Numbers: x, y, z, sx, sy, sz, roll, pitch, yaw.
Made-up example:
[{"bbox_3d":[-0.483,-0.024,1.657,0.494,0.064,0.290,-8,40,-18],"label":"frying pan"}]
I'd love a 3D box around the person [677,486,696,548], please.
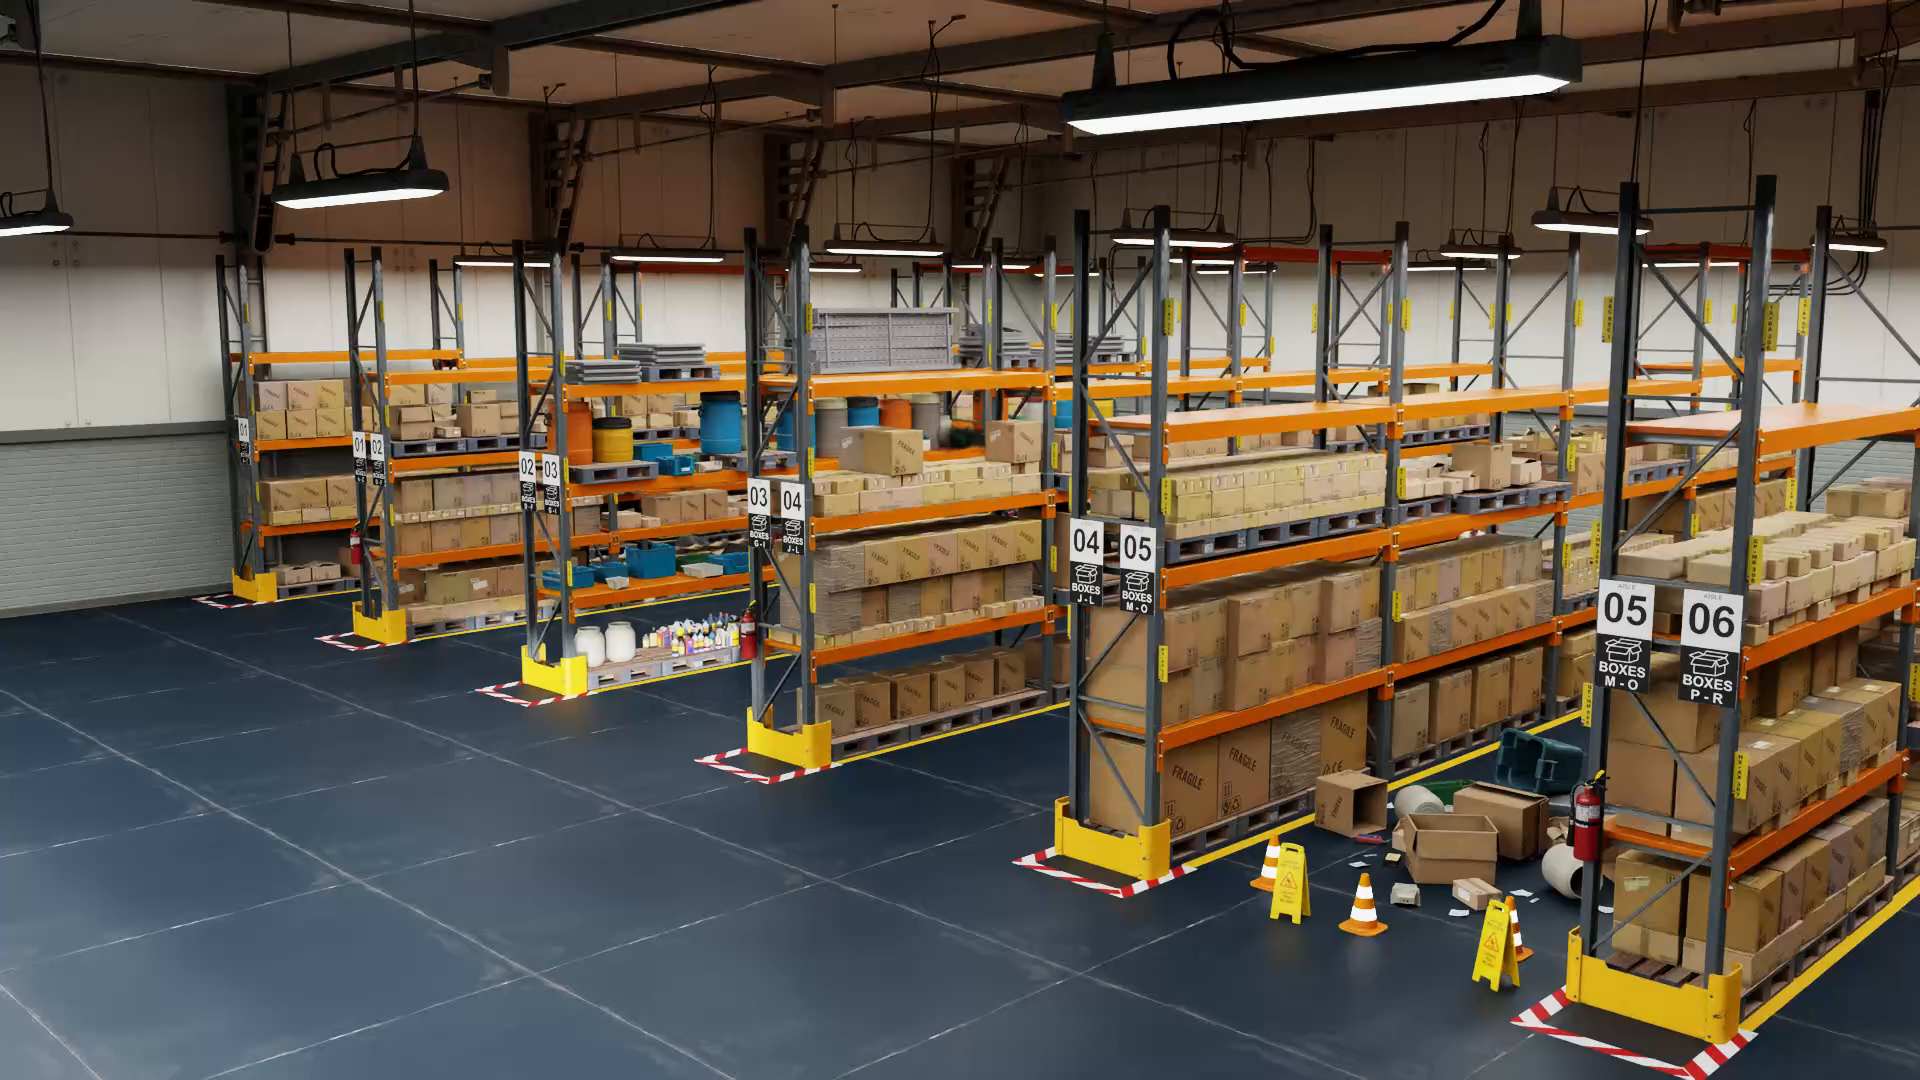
[{"bbox_3d":[-5.493,-0.367,33.299,0.553,1.718,0.843,6,10,37],"label":"person"}]

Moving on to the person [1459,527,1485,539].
[{"bbox_3d":[8.245,0.491,26.878,0.673,1.738,0.675,7,11,40],"label":"person"}]
